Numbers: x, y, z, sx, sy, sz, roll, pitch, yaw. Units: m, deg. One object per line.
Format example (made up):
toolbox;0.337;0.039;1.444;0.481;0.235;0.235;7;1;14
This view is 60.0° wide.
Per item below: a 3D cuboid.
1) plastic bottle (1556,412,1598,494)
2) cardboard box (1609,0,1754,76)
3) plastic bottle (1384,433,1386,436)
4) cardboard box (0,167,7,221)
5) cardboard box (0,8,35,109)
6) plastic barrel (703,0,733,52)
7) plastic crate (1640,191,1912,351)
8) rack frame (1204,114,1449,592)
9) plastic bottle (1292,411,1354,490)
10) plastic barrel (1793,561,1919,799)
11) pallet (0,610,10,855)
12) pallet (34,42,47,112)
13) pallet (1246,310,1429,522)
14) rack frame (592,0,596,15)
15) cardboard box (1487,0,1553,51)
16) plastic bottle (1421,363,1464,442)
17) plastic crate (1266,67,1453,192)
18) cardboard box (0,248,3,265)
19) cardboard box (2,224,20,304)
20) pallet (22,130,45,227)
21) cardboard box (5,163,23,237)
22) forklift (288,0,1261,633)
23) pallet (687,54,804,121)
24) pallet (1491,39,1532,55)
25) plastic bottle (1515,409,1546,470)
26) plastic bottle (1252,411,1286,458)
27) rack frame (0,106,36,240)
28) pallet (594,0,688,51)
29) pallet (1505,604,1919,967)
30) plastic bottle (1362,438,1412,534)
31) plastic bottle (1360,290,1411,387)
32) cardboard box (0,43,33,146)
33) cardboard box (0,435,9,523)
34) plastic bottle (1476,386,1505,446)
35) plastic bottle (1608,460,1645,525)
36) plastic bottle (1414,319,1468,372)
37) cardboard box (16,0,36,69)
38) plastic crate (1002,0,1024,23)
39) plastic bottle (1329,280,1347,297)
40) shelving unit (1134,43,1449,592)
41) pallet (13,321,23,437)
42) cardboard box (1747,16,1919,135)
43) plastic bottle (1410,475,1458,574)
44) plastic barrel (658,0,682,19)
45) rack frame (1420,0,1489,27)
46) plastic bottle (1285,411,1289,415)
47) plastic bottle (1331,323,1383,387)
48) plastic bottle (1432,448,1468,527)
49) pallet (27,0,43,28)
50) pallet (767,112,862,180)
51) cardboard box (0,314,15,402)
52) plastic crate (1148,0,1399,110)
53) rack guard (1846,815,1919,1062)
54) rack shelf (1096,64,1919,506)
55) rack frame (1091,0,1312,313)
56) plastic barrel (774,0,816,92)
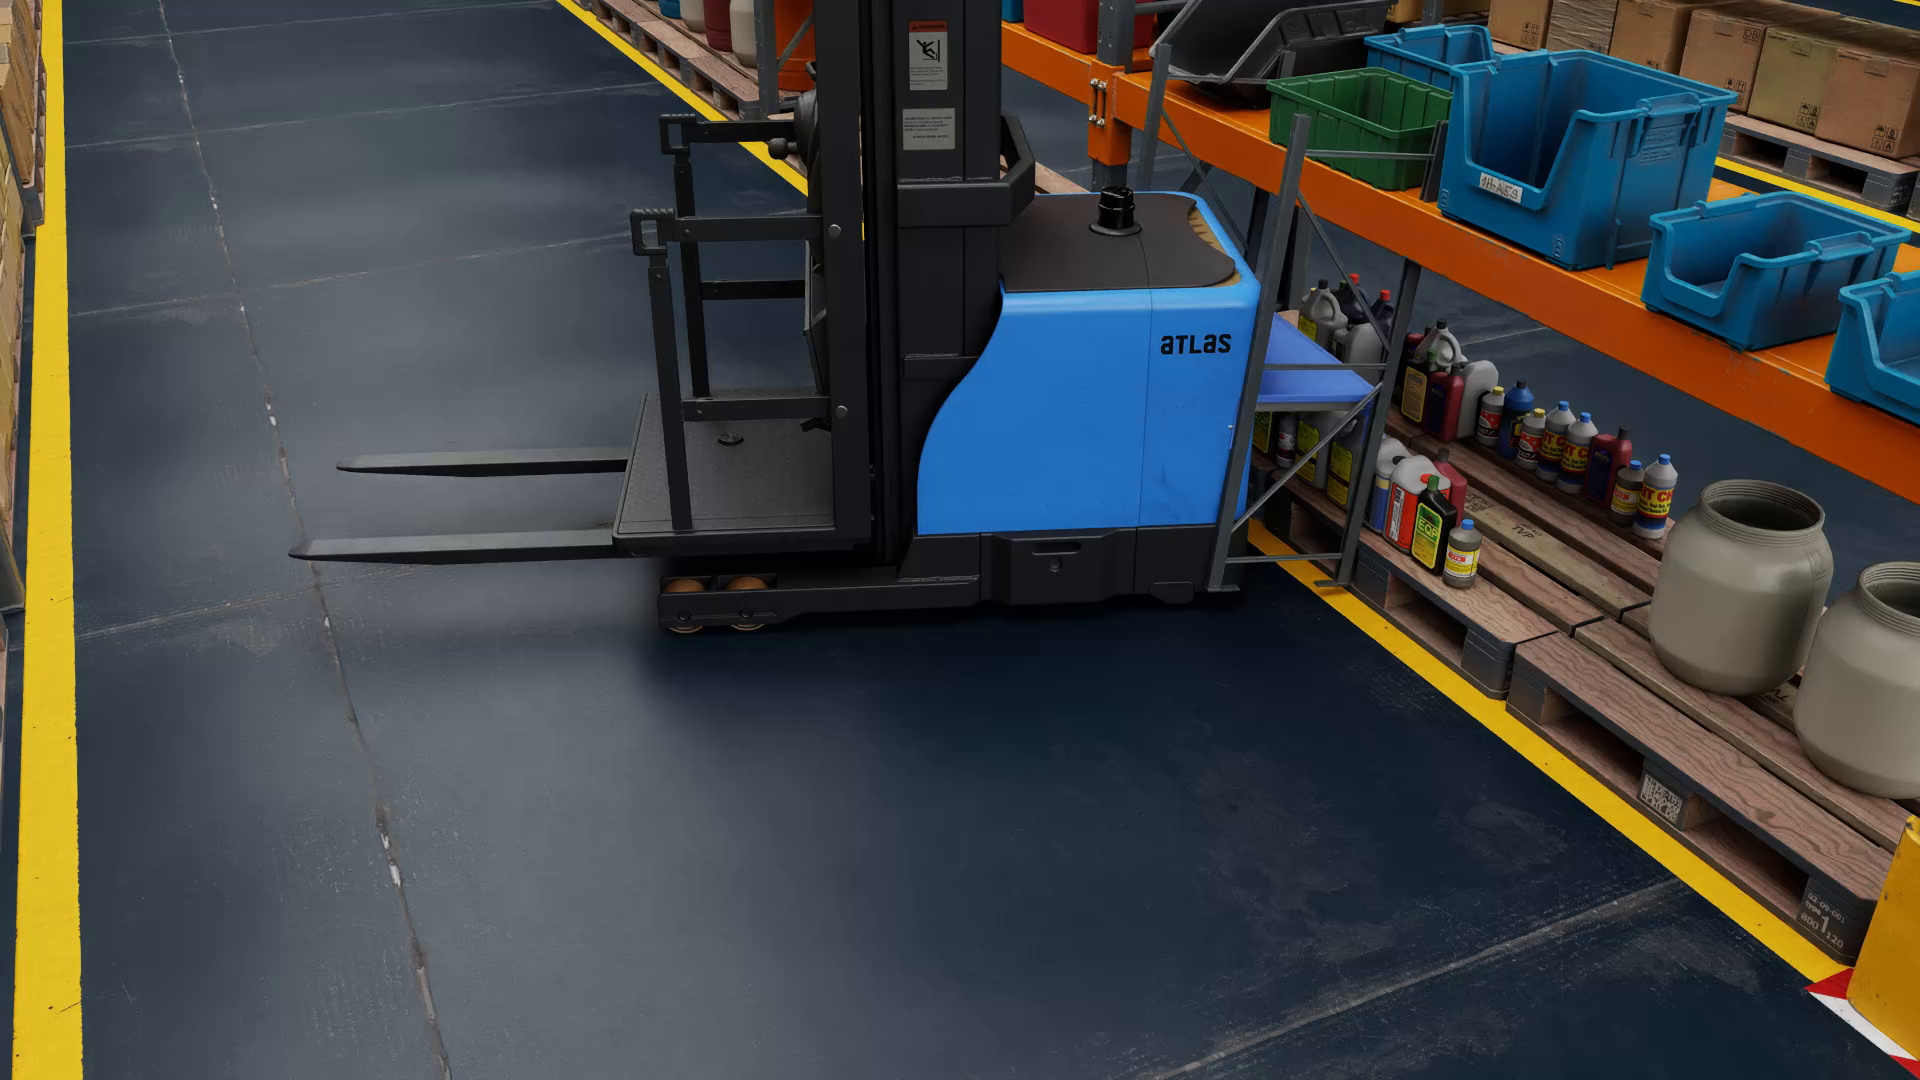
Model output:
plastic bottle;2.064;-0.296;5.551;0.097;0.271;0.097;0;29;0
cardboard box;4.552;-3.169;10.440;0.700;0.500;0.500;-10;31;-18
plastic bottle;1.396;-0.262;5.562;0.097;0.201;0.097;0;29;0
cardboard box;-4.525;-1.593;7.332;0.500;0.311;0.500;-14;32;-23
cardboard box;-5.808;-2.817;9.812;0.500;0.500;0.500;-14;32;-24
plastic barrel;-1.436;-3.653;11.234;0.600;0.588;0.708;-13;32;-22
plastic crate;1.949;-0.658;4.008;0.499;0.251;0.408;-13;32;-22
rack frame;1.096;-0.520;5.021;0.500;1.500;0.032;-2;27;-17
plastic bottle;1.226;-0.365;5.593;0.144;0.351;0.185;-13;32;-22
plastic barrel;2.357;0.351;4.172;0.421;0.512;0.421;0;29;0
pallet;-3.181;0.571;4.515;1.003;0.211;1.213;-13;32;-22
pallet;-6.535;-2.971;10.833;1.003;0.211;1.213;-13;32;-22
pallet;1.242;-0.522;6.465;1.003;0.211;1.213;-13;32;-22
rack frame;-2.443;-5.577;12.629;1.000;3.000;0.127;-13;32;-22
cardboard box;4.053;-3.660;11.316;0.700;0.500;0.500;-15;33;-25
plastic bottle;1.719;-0.504;5.909;0.061;0.283;0.133;-13;32;-22
plastic crate;1.319;-1.292;5.204;0.450;0.188;0.662;-13;32;-22
cardboard box;-4.098;-1.147;6.537;0.500;0.311;0.500;-12;32;-21
cardboard box;-4.318;-1.125;7.071;0.500;0.250;0.500;-12;32;-21
pallet;-5.488;-1.893;8.911;1.003;0.211;1.213;-13;32;-22
cardboard box;-4.755;-1.575;7.873;0.500;0.250;0.500;-12;32;-21
forklift;-0.622;-1.255;4.991;3.031;2.935;1.130;-2;29;-4
pallet;-1.102;-2.934;10.766;1.003;0.211;1.213;-13;32;-22
pallet;4.081;-3.289;11.399;1.003;0.211;1.213;-13;32;-22
plastic bottle;1.979;-0.353;5.725;0.097;0.201;0.097;0;29;0
plastic bottle;1.077;-0.442;5.798;0.061;0.283;0.133;-12;31;-20
rack frame;-5.201;-2.772;7.626;1.000;3.000;0.127;-13;32;-22
pallet;-2.150;-4.011;12.688;1.003;0.211;1.213;-13;32;-22
pallet;2.289;0.556;4.542;1.003;0.211;1.213;-13;32;-22
plastic bottle;1.381;-0.178;5.335;0.152;0.276;0.135;-14;32;-23
plastic bottle;1.610;-0.771;6.317;0.144;0.351;0.185;-15;32;-24
cardboard box;-5.369;-2.365;9.006;0.500;0.500;0.500;-14;32;-24
cardboard box;-3.434;-0.219;5.456;0.500;0.250;0.500;-14;32;-23
plastic bottle;1.890;-0.444;5.887;0.097;0.201;0.097;0;29;0
plastic bottle;2.167;-0.160;5.380;0.097;0.201;0.097;0;29;0
plastic bottle;1.749;-0.629;6.063;0.144;0.351;0.185;-13;32;-22
cardboard box;-6.243;-3.263;10.607;0.500;0.500;0.500;-13;32;-22
plastic crate;0.236;-2.458;7.084;0.392;0.384;0.575;-13;32;-22
plastic bottle;1.495;-0.907;6.629;0.061;0.283;0.133;-11;31;-20
shelving unit;0.956;-0.747;5.454;0.538;1.500;1.048;-2;27;-17
pallet;-4.363;-0.646;6.686;1.003;0.211;1.213;-13;32;-22
cardboard box;5.032;-2.675;9.560;0.700;0.500;0.500;-13;32;-22
plastic bottle;1.457;-0.051;5.101;0.061;0.283;0.133;-12;32;-21
plastic barrel;-1.921;-4.289;12.047;0.600;0.901;0.708;-13;32;-22
rack frame;3.747;-4.850;11.333;1.000;3.000;0.127;-13;32;-22
plastic bottle;1.141;-0.461;5.845;0.097;0.271;0.097;0;29;0
plastic bottle;1.487;-0.696;6.260;0.152;0.276;0.135;-13;32;-22
plastic bottle;1.536;-0.142;5.265;0.061;0.283;0.133;-13;32;-22
pallet;-7.740;-4.166;12.963;1.003;0.211;1.213;-13;32;-22
pallet;-0.429;-2.244;9.536;1.003;0.211;1.213;-13;32;-22
cardboard box;-3.877;-0.673;6.266;0.500;0.250;0.500;-14;32;-23
plastic crate;1.101;-1.758;5.882;0.767;0.338;0.504;-13;32;-22
rack guard;2.633;0.790;3.830;1.175;0.500;0.348;-13;32;-22
rack shelf;1.850;-0.846;4.928;1.077;0.370;4.000;-13;32;-22
rack frame;0.991;-2.043;6.327;1.000;3.000;0.127;-13;32;-22
plastic barrel;-0.952;-3.259;10.285;0.600;0.830;0.708;-13;32;-22
